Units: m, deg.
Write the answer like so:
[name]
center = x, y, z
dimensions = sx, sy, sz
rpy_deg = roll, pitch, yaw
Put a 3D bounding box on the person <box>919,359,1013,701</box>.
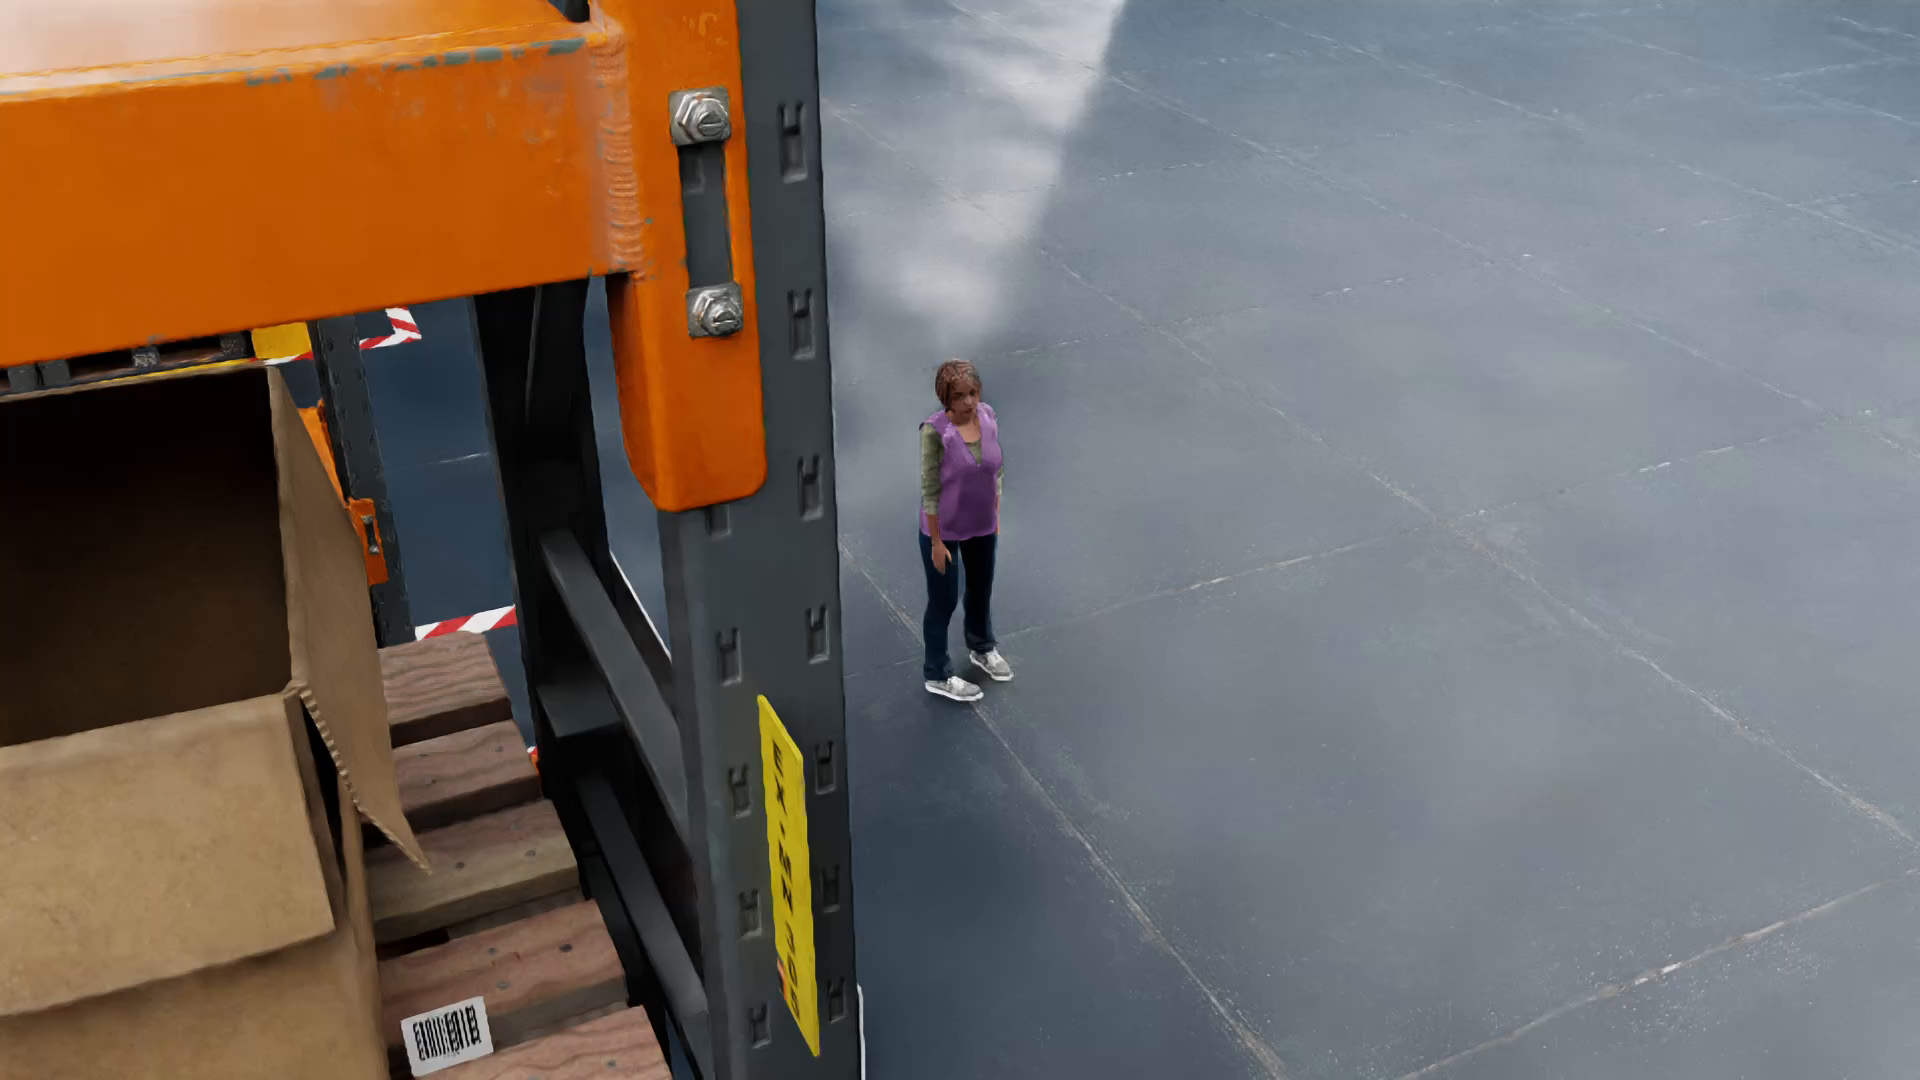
[person]
center = 0.022, -0.048, 7.191
dimensions = 0.427, 1.600, 0.345
rpy_deg = -18, 35, -29
